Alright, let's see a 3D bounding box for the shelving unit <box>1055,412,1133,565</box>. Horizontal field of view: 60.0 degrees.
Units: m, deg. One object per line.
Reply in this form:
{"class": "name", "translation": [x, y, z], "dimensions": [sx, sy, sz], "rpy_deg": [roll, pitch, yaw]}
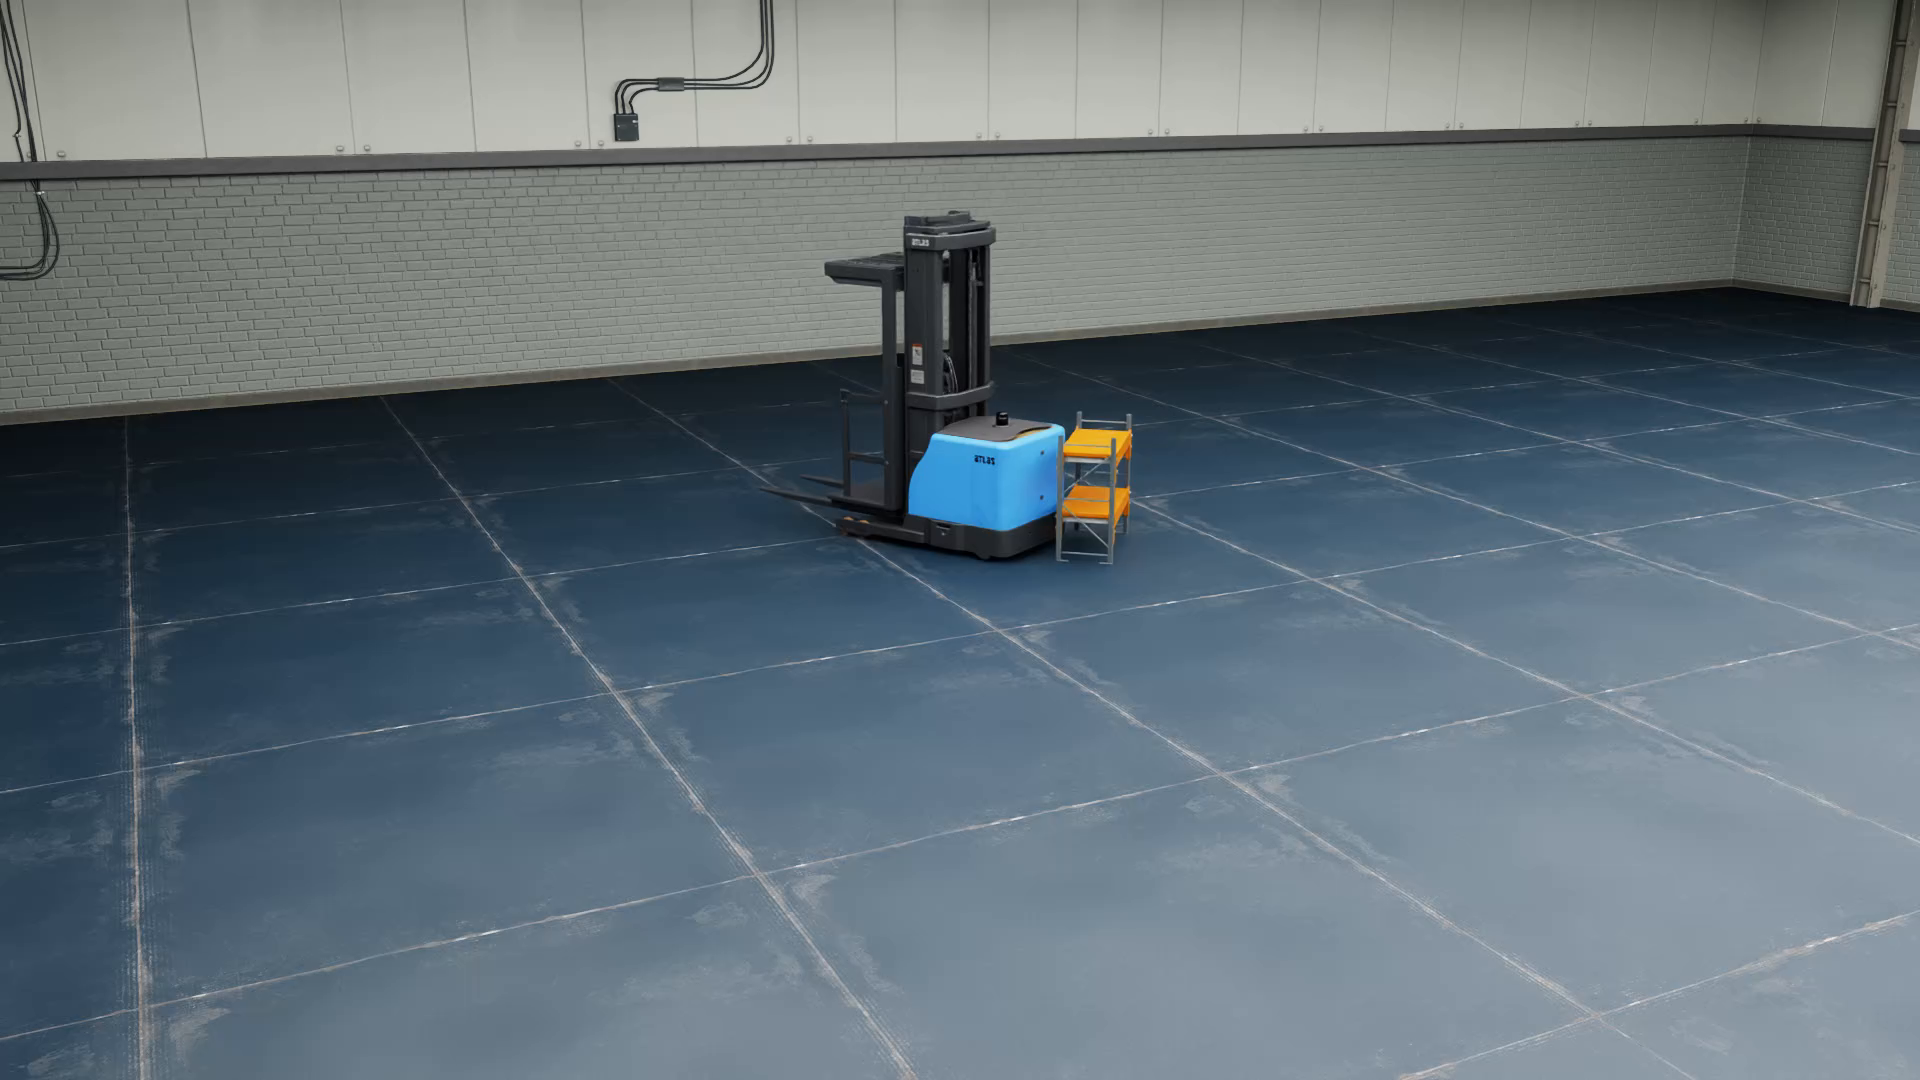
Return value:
{"class": "shelving unit", "translation": [1.204, -0.482, 14.886], "dimensions": [0.538, 1.125, 1.048], "rpy_deg": [4, 16, 12]}

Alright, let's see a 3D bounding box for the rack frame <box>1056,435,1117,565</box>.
{"class": "rack frame", "translation": [1.090, -0.345, 14.410], "dimensions": [0.500, 1.125, 0.032], "rpy_deg": [4, 16, 12]}

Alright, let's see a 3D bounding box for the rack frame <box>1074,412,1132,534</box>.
{"class": "rack frame", "translation": [1.318, -0.618, 15.362], "dimensions": [0.500, 1.125, 0.032], "rpy_deg": [4, 16, 12]}

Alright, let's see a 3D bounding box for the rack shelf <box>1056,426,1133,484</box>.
{"class": "rack shelf", "translation": [1.205, -0.763, 14.805], "dimensions": [0.538, 0.278, 1.000], "rpy_deg": [4, 16, 12]}

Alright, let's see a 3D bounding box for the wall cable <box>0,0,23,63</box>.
{"class": "wall cable", "translation": [-9.699, -6.885, 19.400], "dimensions": [3.097, 2.526, 0.112], "rpy_deg": [-8, 18, -25]}

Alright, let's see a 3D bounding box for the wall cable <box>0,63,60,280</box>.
{"class": "wall cable", "translation": [-12.131, -4.130, 18.958], "dimensions": [3.097, 2.526, 0.112], "rpy_deg": [-8, 18, -25]}

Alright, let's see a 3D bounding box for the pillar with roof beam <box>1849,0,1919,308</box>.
{"class": "pillar with roof beam", "translation": [12.417, -8.019, 26.879], "dimensions": [9.100, 9.000, 0.400], "rpy_deg": [-8, 18, -25]}

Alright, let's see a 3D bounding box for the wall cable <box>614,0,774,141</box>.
{"class": "wall cable", "translation": [-3.590, -8.401, 22.044], "dimensions": [2.305, 6.003, 0.169], "rpy_deg": [-8, 18, -25]}

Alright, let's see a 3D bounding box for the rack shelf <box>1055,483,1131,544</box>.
{"class": "rack shelf", "translation": [1.203, -0.247, 14.954], "dimensions": [0.538, 0.278, 1.000], "rpy_deg": [4, 16, 12]}

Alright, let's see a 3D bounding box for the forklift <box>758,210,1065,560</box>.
{"class": "forklift", "translation": [-0.538, -1.534, 15.282], "dimensions": [3.031, 2.935, 1.130], "rpy_deg": [11, 19, 34]}
